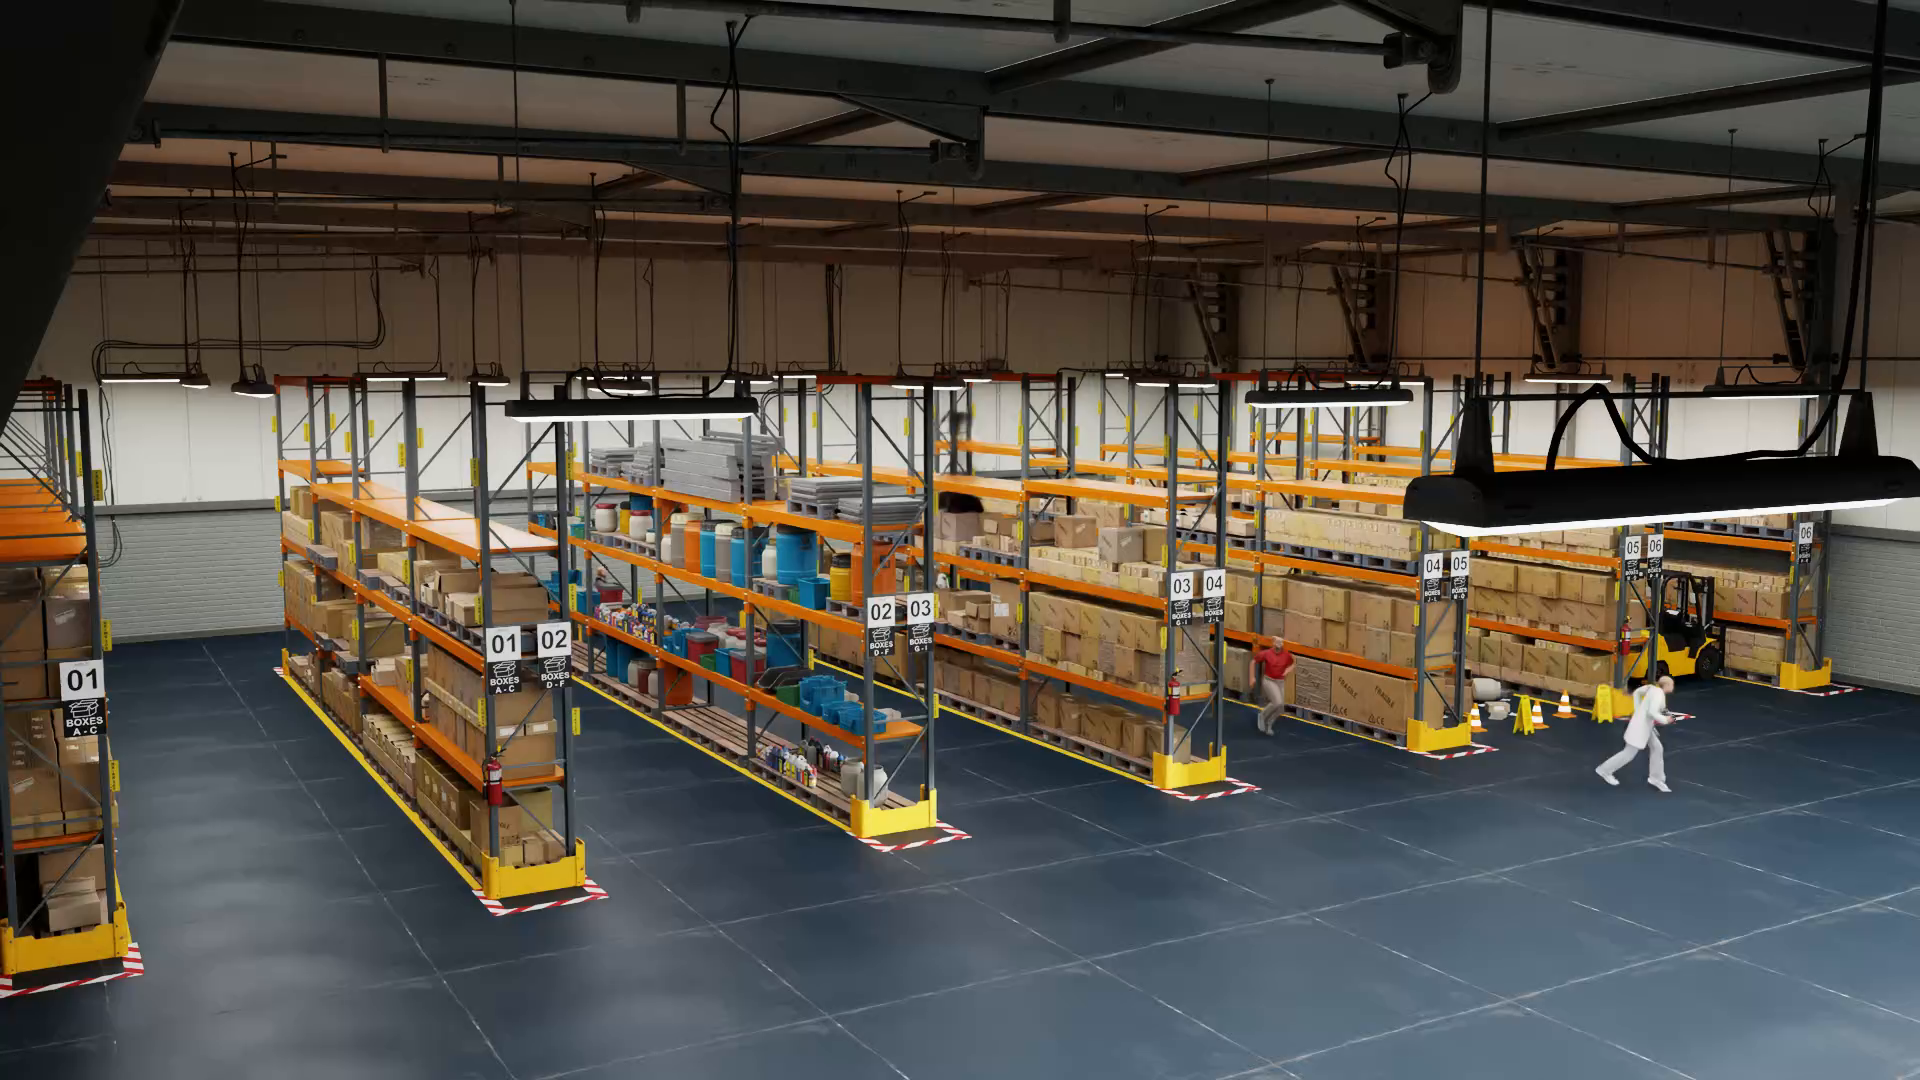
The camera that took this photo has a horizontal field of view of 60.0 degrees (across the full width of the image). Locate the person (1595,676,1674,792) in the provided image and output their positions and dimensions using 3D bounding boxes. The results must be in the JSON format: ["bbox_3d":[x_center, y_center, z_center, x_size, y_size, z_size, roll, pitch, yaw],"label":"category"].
[{"bbox_3d":[9.924,2.843,24.444,1.060,1.745,0.754,1,6,12],"label":"person"}]

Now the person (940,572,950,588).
[{"bbox_3d":[-0.317,0.806,42.632,0.645,1.754,0.650,-6,8,-41],"label":"person"}]

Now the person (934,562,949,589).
[{"bbox_3d":[-0.483,1.322,38.053,0.625,1.660,0.799,-2,7,-21],"label":"person"}]

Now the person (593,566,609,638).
[{"bbox_3d":[-7.971,1.441,37.142,0.724,1.735,0.644,1,6,6],"label":"person"}]

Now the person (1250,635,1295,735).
[{"bbox_3d":[5.294,2.447,28.024,0.759,1.688,0.604,-4,7,-31],"label":"person"}]
